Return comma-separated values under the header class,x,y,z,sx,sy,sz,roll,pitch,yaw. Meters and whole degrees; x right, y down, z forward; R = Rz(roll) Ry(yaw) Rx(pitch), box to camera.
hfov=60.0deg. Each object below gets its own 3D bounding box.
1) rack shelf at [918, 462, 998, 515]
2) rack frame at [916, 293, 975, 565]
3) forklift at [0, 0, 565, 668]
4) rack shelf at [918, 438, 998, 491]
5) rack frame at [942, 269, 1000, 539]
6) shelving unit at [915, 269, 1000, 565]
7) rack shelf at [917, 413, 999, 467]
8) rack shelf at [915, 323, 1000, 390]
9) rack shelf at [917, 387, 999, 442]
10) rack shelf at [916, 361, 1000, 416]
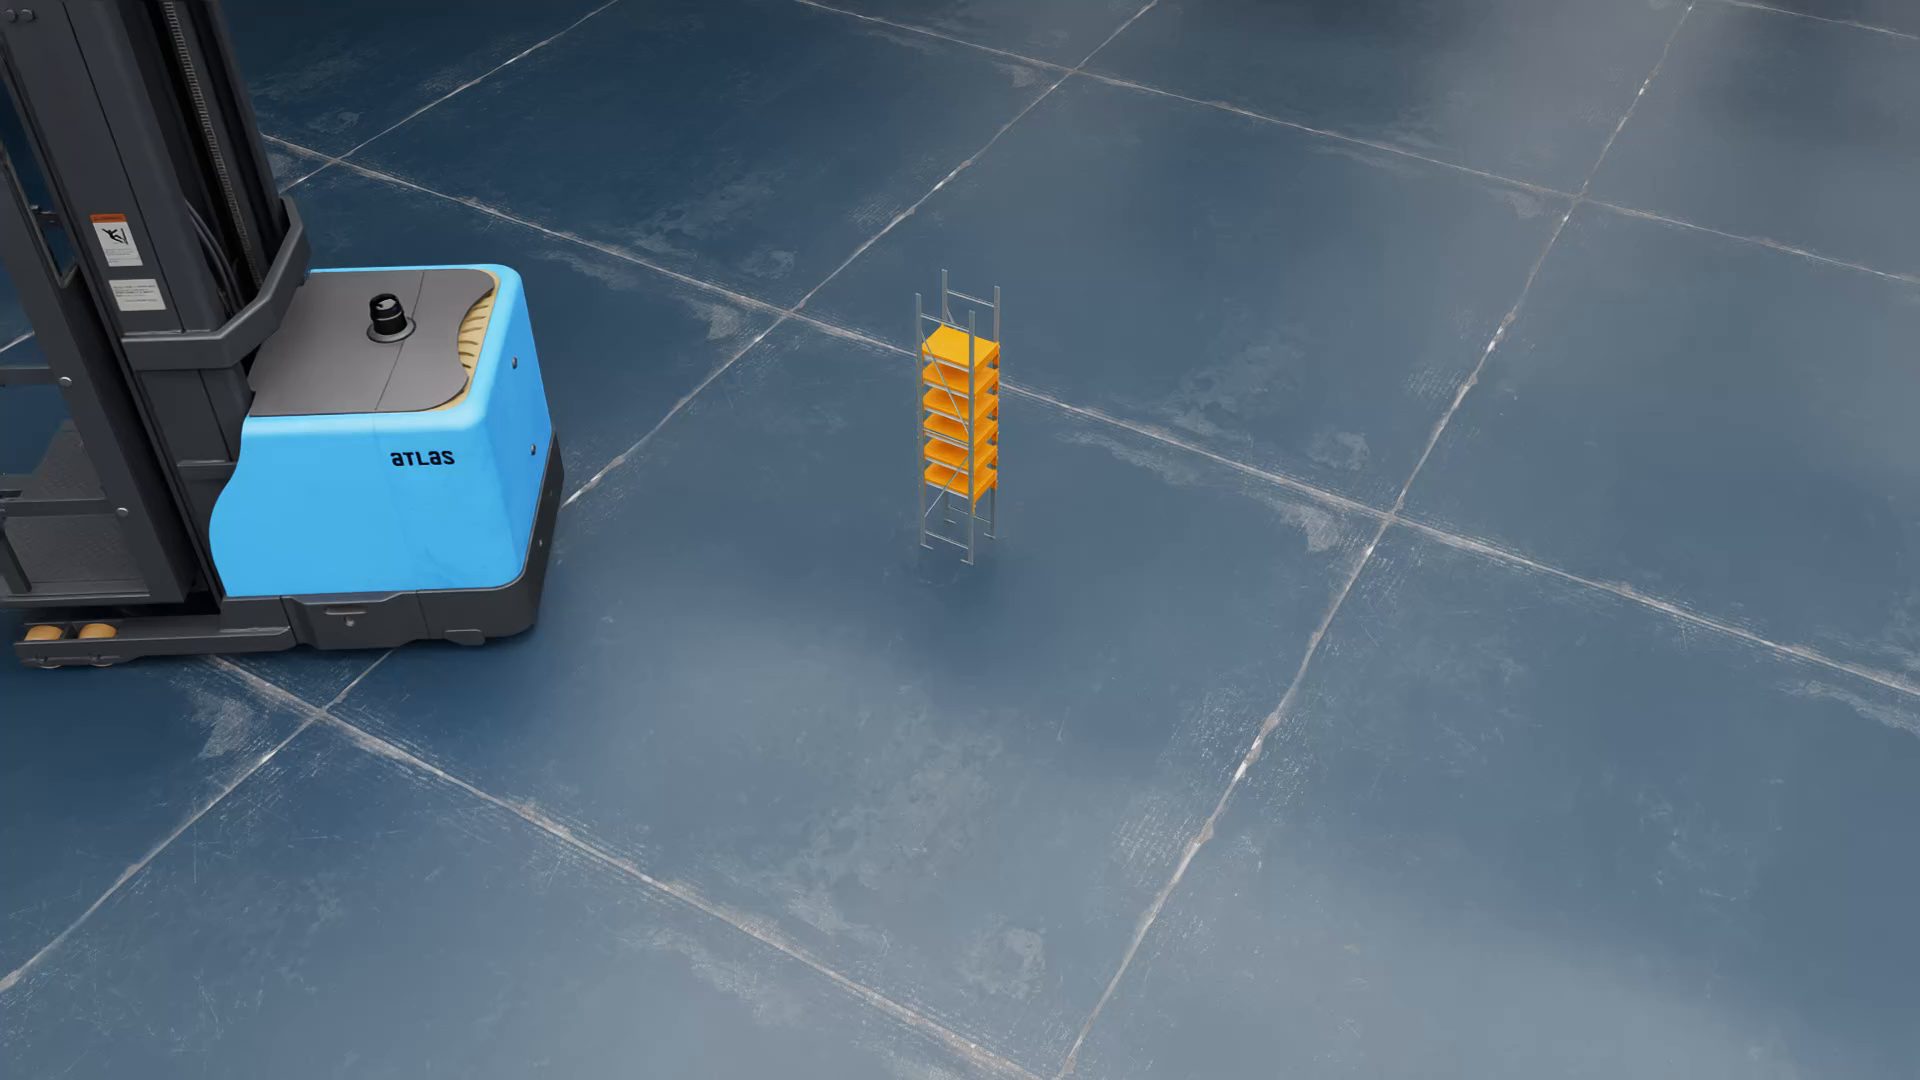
class,x,y,z,sx,sy,sz,roll,pitch,yaw
rack shelf,-0.007,-0.229,6.532,0.258,0.103,0.180,21,45,22
rack frame,-0.053,-0.390,6.285,0.240,1.200,0.006,21,45,22
forklift,-3.142,-0.982,5.647,3.031,2.935,1.130,-2,41,-2
rack shelf,-0.007,-0.319,6.453,0.258,0.103,0.180,21,45,22
rack frame,0.039,-0.494,6.404,0.240,1.200,0.006,21,45,22
shelving unit,-0.007,-0.442,6.344,0.258,1.200,0.189,21,45,22
rack shelf,-0.007,-0.409,6.373,0.258,0.103,0.180,21,45,22
rack shelf,-0.007,-0.679,6.135,0.258,0.103,0.180,21,45,22
rack shelf,-0.007,-0.499,6.294,0.258,0.103,0.180,21,45,22
rack shelf,-0.007,-0.589,6.215,0.258,0.103,0.180,21,45,22
